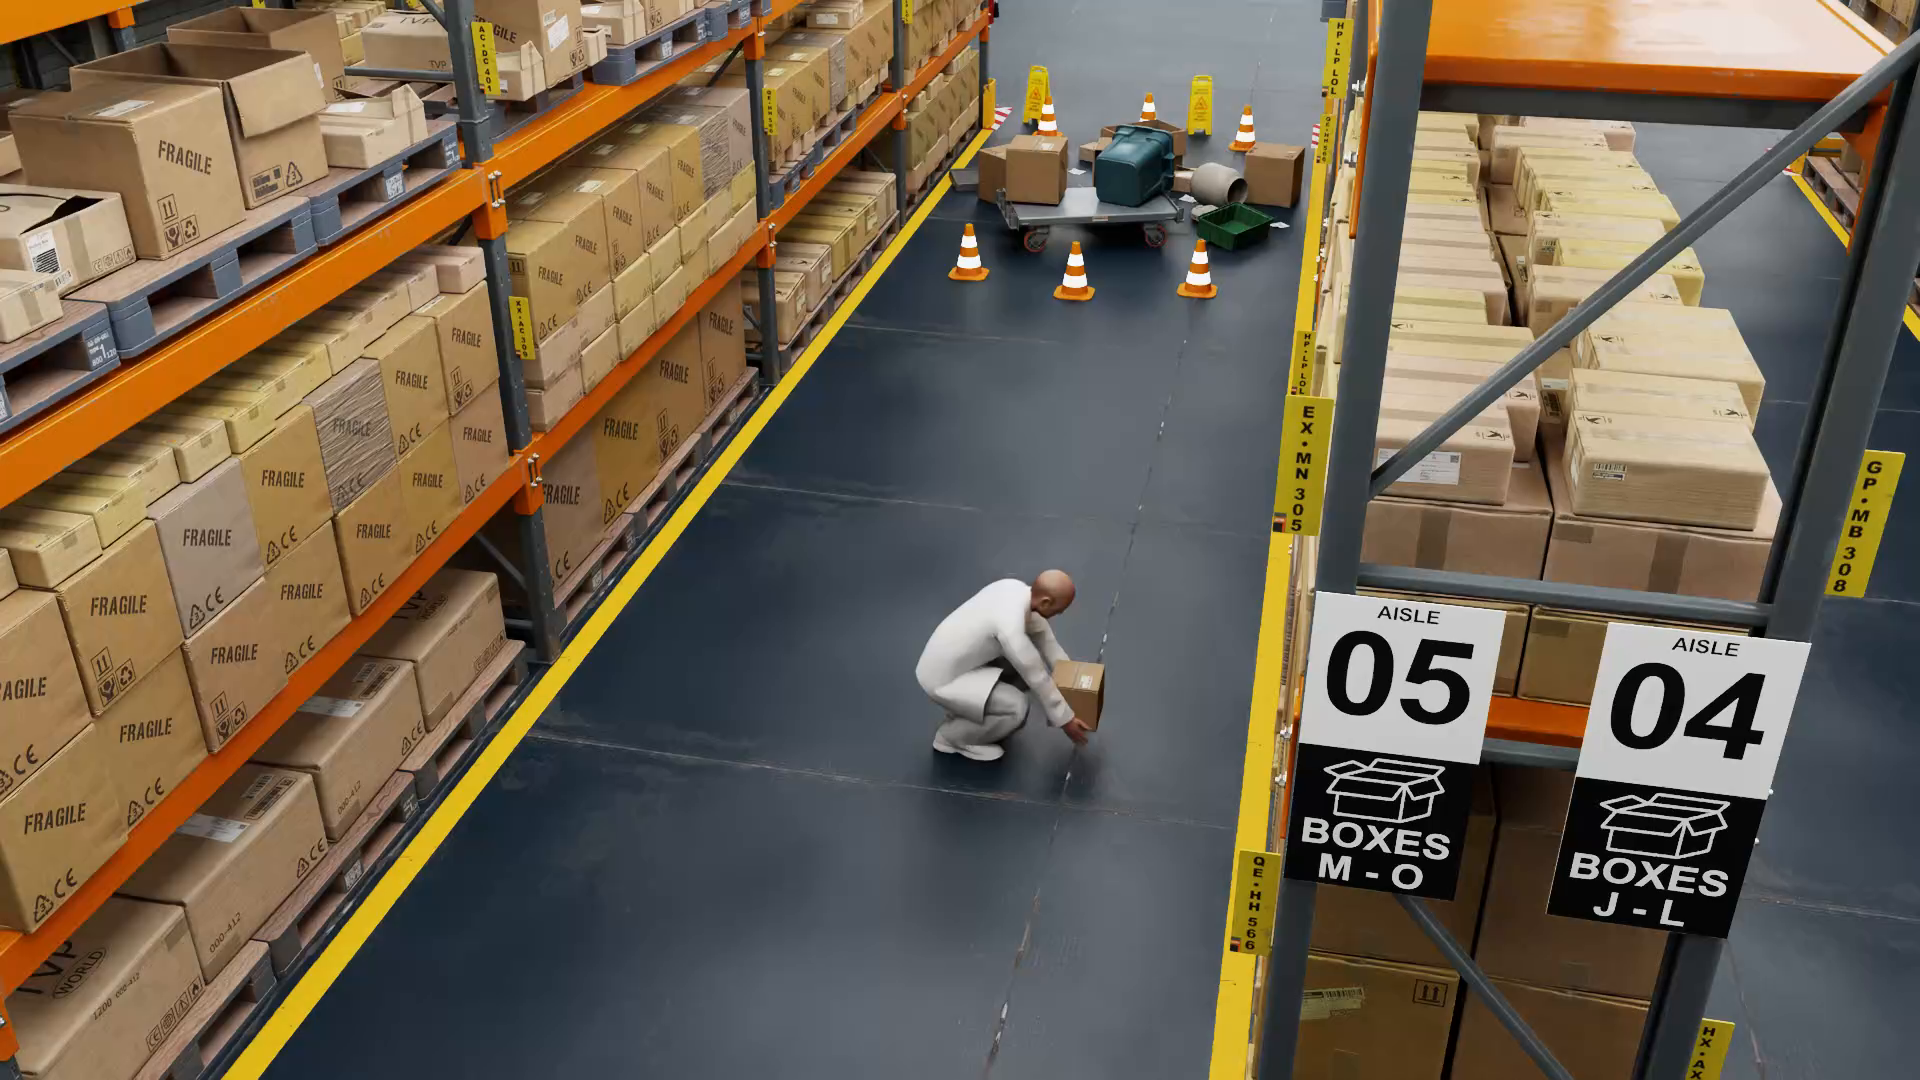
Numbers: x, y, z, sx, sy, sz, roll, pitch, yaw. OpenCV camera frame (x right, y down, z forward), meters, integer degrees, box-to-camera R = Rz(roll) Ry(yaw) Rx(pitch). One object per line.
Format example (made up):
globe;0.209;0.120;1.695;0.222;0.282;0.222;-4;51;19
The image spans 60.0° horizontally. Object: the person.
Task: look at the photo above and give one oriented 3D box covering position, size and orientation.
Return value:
person;0.238;0.607;8.358;0.922;0.985;0.589;5;29;10
